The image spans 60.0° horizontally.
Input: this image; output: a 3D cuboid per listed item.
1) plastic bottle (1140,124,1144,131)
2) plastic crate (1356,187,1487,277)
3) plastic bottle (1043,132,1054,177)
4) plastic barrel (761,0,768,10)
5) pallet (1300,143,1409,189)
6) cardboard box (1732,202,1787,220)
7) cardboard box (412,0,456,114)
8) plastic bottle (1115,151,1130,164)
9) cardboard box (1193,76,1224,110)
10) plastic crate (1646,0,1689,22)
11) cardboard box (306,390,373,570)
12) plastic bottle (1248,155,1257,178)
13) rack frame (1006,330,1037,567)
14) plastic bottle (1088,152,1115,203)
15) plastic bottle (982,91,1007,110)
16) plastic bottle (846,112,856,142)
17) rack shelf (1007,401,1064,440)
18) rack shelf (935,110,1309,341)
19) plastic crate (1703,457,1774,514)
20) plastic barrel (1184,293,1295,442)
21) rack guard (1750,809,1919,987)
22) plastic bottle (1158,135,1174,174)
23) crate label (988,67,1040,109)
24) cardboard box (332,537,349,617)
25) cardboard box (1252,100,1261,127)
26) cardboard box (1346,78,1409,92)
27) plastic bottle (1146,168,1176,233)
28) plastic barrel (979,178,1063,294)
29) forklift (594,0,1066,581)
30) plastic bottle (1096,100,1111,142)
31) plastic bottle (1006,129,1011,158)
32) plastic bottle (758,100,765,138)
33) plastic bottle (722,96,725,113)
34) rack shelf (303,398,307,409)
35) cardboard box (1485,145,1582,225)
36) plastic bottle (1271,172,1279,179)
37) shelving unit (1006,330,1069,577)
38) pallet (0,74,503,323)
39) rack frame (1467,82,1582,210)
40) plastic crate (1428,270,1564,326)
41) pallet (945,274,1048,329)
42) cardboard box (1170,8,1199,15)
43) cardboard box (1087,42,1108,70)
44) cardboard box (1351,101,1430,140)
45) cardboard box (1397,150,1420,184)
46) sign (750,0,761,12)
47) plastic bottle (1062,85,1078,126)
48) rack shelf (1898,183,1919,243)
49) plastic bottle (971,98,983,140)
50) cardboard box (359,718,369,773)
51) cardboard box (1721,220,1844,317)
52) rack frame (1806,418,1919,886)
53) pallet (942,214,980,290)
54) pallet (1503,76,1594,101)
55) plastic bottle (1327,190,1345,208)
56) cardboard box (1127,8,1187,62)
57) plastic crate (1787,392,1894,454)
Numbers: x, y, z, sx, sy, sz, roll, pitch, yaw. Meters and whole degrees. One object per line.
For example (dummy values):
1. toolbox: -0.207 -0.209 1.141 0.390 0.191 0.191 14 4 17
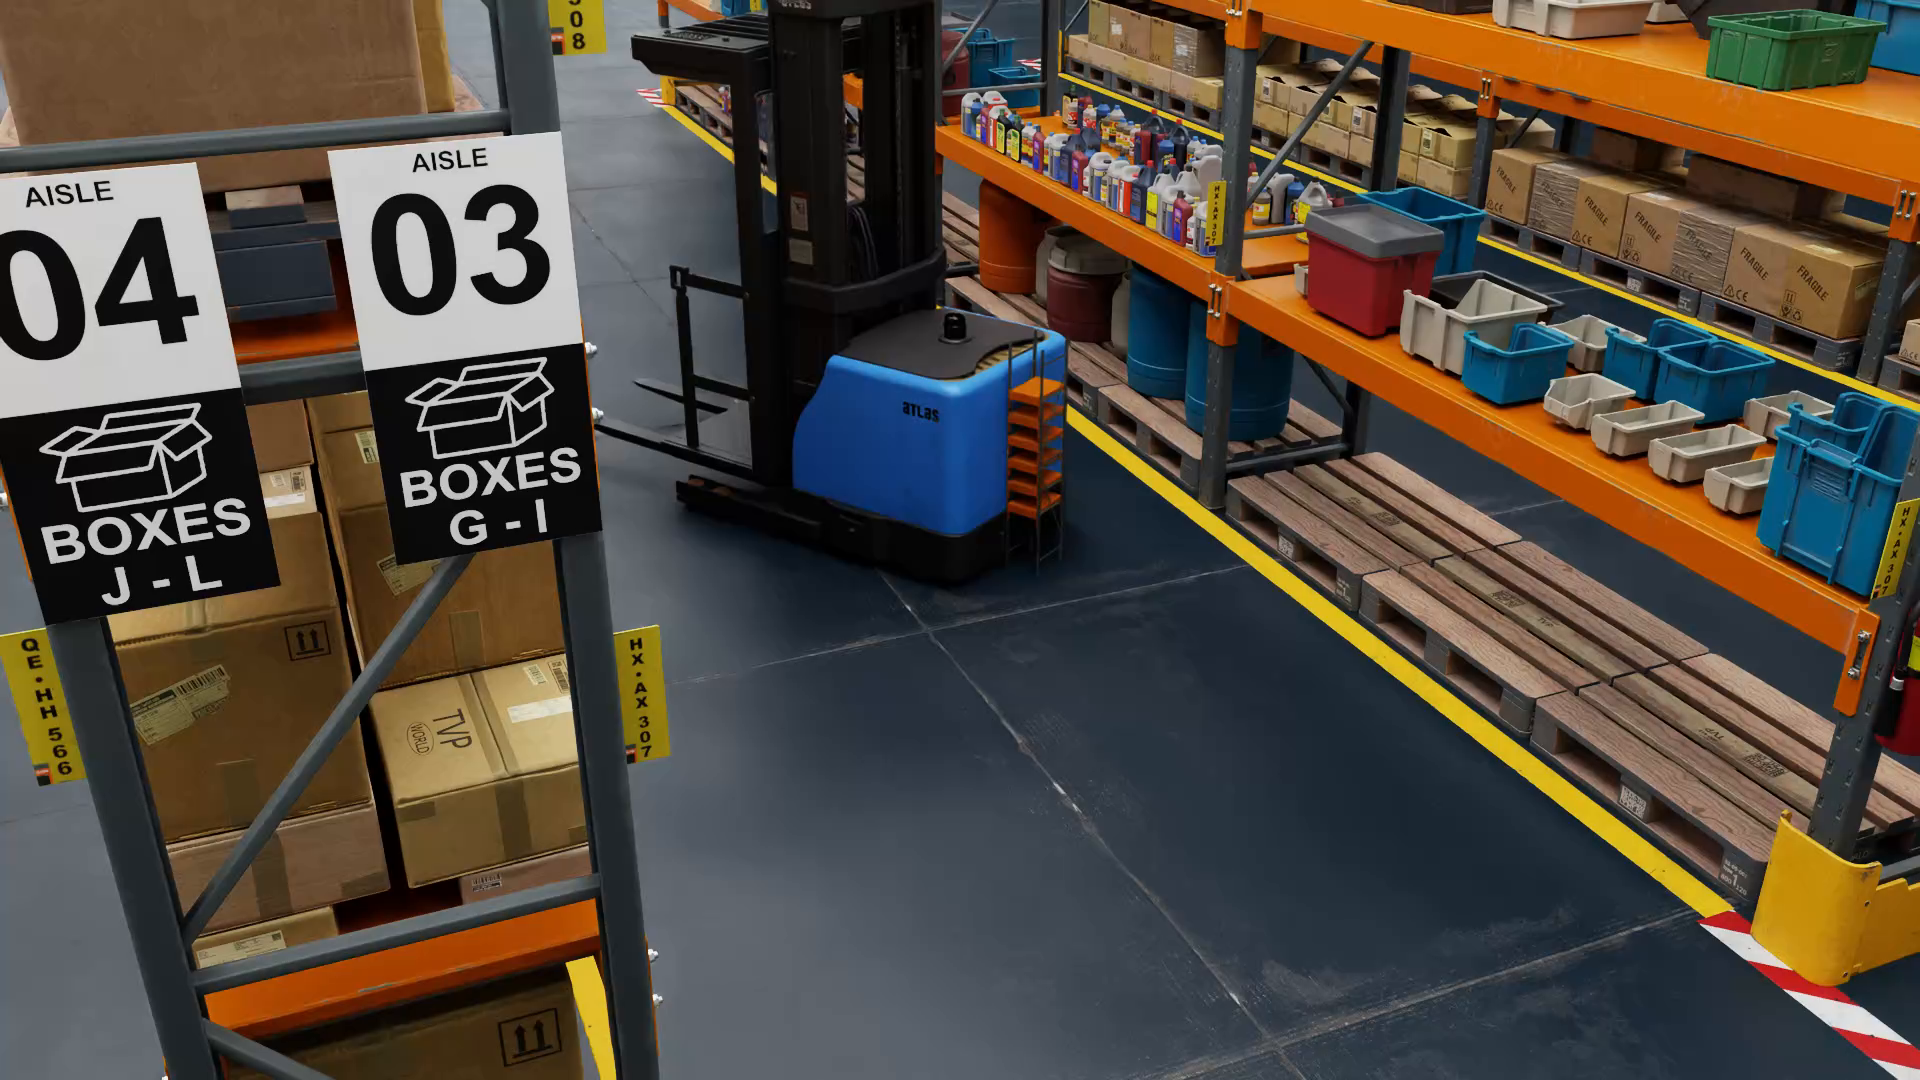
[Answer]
1. plastic bottle: 1.227 -2.625 10.840 0.061 0.283 0.133 -11 28 -21
2. plastic crate: 2.292 -1.504 8.361 0.392 0.384 0.575 -11 28 -21
3. plastic bottle: 0.573 -2.423 10.440 0.097 0.271 0.097 0 26 0
4. plastic barrel: -1.465 -4.861 14.715 0.600 0.901 0.708 -11 28 -21
5. pallet: 4.028 -3.656 15.997 1.003 0.211 1.213 -11 28 -21
6. cardboard box: 5.981 -2.191 12.167 0.500 0.500 0.500 -10 28 -20
7. cardboard box: -1.558 -1.223 3.711 0.700 0.500 0.500 -12 28 -22
8. plastic bottle: 0.967 -2.187 9.958 0.097 0.271 0.097 0 26 0
9. cardboard box: 2.839 -4.796 17.809 0.500 0.250 0.500 -11 28 -21
10. plastic crate: 2.778 -2.241 6.638 0.437 0.282 0.530 -11 28 -21
11. cardboard box: -1.539 -0.201 4.721 0.500 0.500 0.500 -11 28 -22
12. plastic bottle: 1.696 -2.141 9.850 0.061 0.283 0.133 -11 28 -21
13. rack frame: 0.304 -0.444 8.292 0.006 1.200 0.240 17 31 31
14. plastic bottle: 0.859 -2.161 9.898 0.152 0.276 0.135 -11 28 -21
15. plastic bottle: 0.241 -2.969 11.553 0.152 0.276 0.135 -11 28 -21
16. plastic bottle: -1.059 -4.019 16.171 0.097 0.271 0.097 0 26 0
17. rack shelf: 0.379 -0.597 8.158 0.180 0.103 0.258 17 31 31
18. rack shelf: 1.012 -2.098 10.448 1.077 0.370 4.000 -11 28 -21
19. plastic crate: 2.876 -0.206 5.984 0.396 0.136 0.243 -11 28 -21
20. plastic barrel: 1.598 -1.082 9.460 0.600 0.901 0.708 -11 28 -21
21. rack guard: 3.383 1.132 5.862 1.175 0.500 0.348 -11 28 -21
22. plastic bottle: 1.282 -2.381 10.355 0.097 0.271 0.097 0 26 0
23. crate label: 0.409 -3.388 12.461 0.303 0.233 0.416 -11 28 -21
24. cardboard box: -1.538 0.133 4.890 0.500 0.250 0.500 -12 28 -22
25. cardboard box: 3.151 -4.441 17.082 0.500 0.250 0.500 -11 28 -22
26. cardboard box: 4.047 -4.373 16.304 0.500 0.311 0.500 -11 28 -21
27. plastic bottle: 1.134 -1.906 9.292 0.144 0.351 0.185 -11 28 -21
28. plastic barrel: 0.436 -2.248 11.929 0.600 0.830 0.708 -11 28 -21
29. forklift: -0.935 -1.609 8.704 3.031 2.935 1.130 17 31 31
30. plastic bottle: 0.975 -2.859 11.334 0.097 0.271 0.097 0 26 0
31. plastic bottle: 0.354 -2.617 10.917 0.097 0.201 0.097 0 26 0
32. plastic bottle: -1.930 -4.139 16.326 0.144 0.351 0.185 -12 29 -23
33. plastic bottle: -2.440 -4.571 17.382 0.097 0.201 0.097 0 26 0
34. rack shelf: -3.545 -1.247 8.705 1.077 0.370 4.000 -11 28 -21
35. cardboard box: 4.703 -2.920 13.659 0.500 0.500 0.500 -9 28 -18
36. plastic bottle: 1.801 -2.008 9.589 0.097 0.271 0.097 0 26 0
37. shelving unit: 0.379 -0.421 8.244 0.189 1.200 0.258 17 31 31
38. pallet: -1.496 -0.754 3.557 1.003 0.211 1.213 -11 28 -21
39. rack frame: 4.788 -4.078 13.684 1.000 3.000 0.127 -11 28 -21
40. plastic crate: 2.481 -1.111 7.853 0.437 0.125 0.590 -11 28 -21
41. pallet: 0.576 -1.664 11.918 1.003 0.211 1.213 -11 28 -21
42. cardboard box: 2.739 -5.829 19.071 0.500 0.500 0.500 -11 28 -21
43. cardboard box: 1.860 -5.805 19.876 0.500 0.250 0.500 -11 28 -21
44. cardboard box: 3.952 -3.865 15.264 0.500 0.311 0.500 -11 28 -21
45. cardboard box: 4.152 -3.409 14.969 0.500 0.250 0.500 -11 28 -21
46. sign: -1.848 -4.878 15.006 0.100 0.325 0.005 -11 28 -21
47. plastic bottle: 0.780 -3.086 11.785 0.061 0.283 0.133 -11 28 -21
48. rack shelf: 7.138 -1.333 8.881 1.077 0.370 4.000 -11 28 -21
49. plastic bottle: 0.121 -2.889 11.395 0.097 0.271 0.097 0 26 0
50. cardboard box: -1.828 0.431 4.281 0.500 0.250 0.500 -11 28 -21
51. cardboard box: 5.712 -1.889 11.547 0.500 0.500 0.500 -10 28 -20
52. rack frame: 3.362 0.001 5.329 1.000 3.000 0.127 -11 28 -21
53. pallet: -0.039 -2.295 13.210 1.003 0.211 1.213 -11 28 -21
54. pallet: 5.118 -3.730 13.190 1.213 0.211 1.003 -11 28 -21
55. plastic bottle: 2.044 -1.783 9.115 0.061 0.283 0.133 -11 28 -21
56. cardboard box: 2.245 -5.737 18.882 0.500 0.500 0.500 -11 28 -21
57. plastic crate: 3.310 -0.373 6.217 0.416 0.233 0.300 -11 28 -21
